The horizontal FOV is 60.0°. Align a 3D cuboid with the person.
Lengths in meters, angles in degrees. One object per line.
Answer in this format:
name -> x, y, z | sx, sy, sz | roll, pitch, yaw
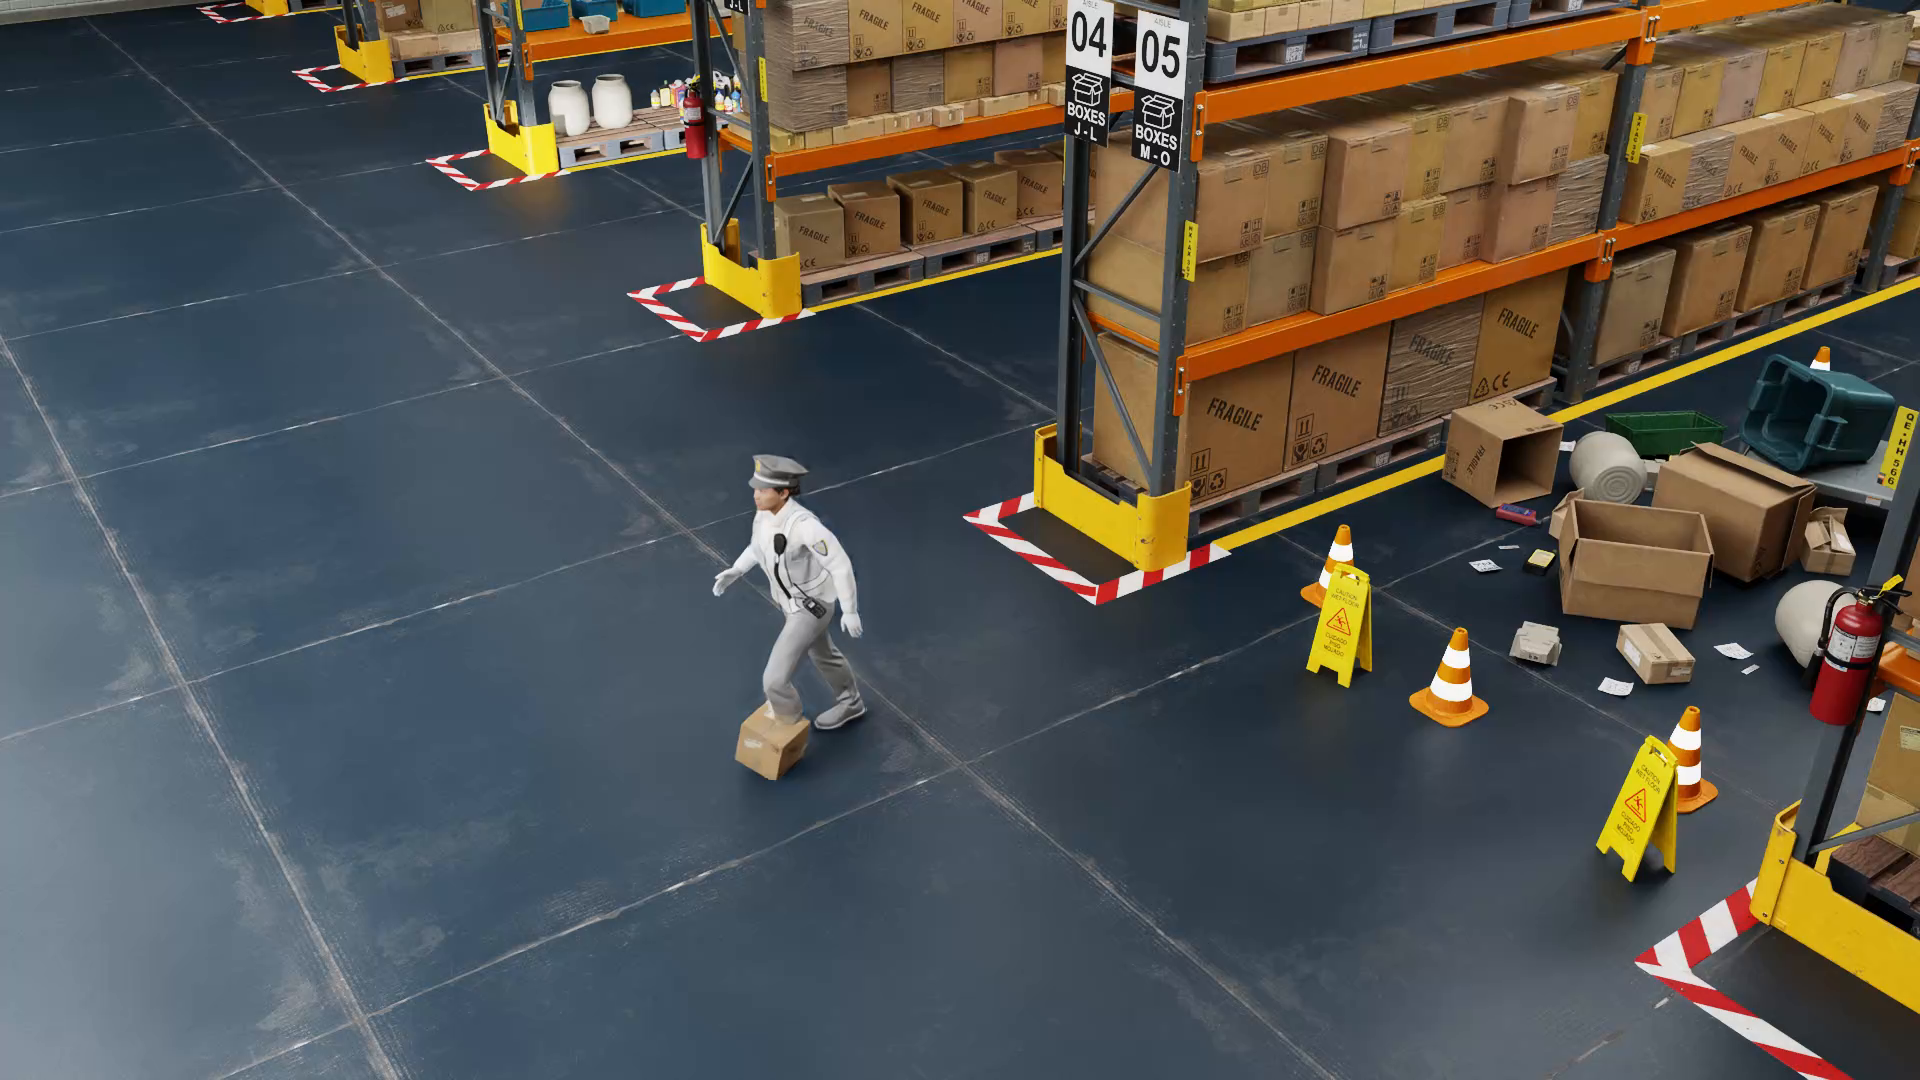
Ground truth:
person -> -0.785, 0.309, 8.078 | 0.753, 1.634, 0.639 | -16, 32, -26
